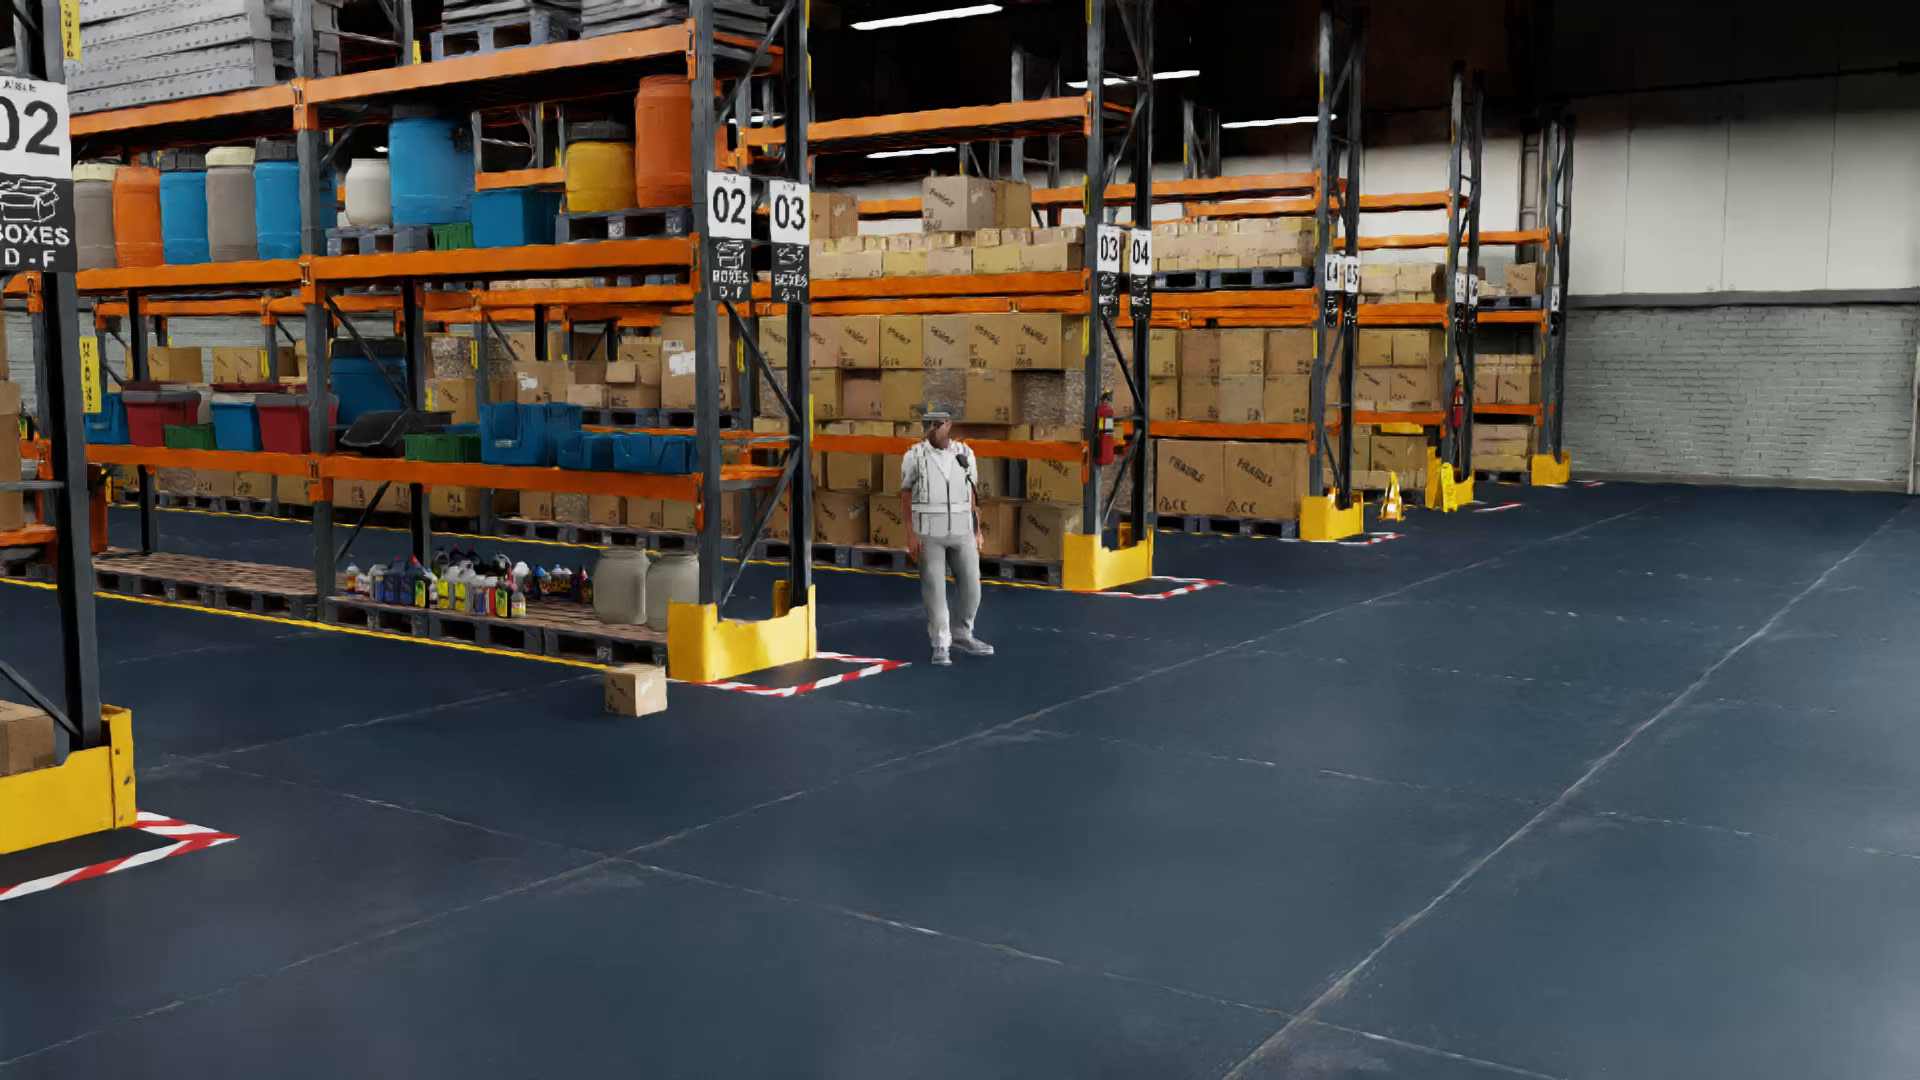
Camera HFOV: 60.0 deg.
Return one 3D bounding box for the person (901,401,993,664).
[{"bbox_3d":[-0.078,-0.057,11.179,0.656,1.754,0.501,-2,6,-16],"label":"person"}]
